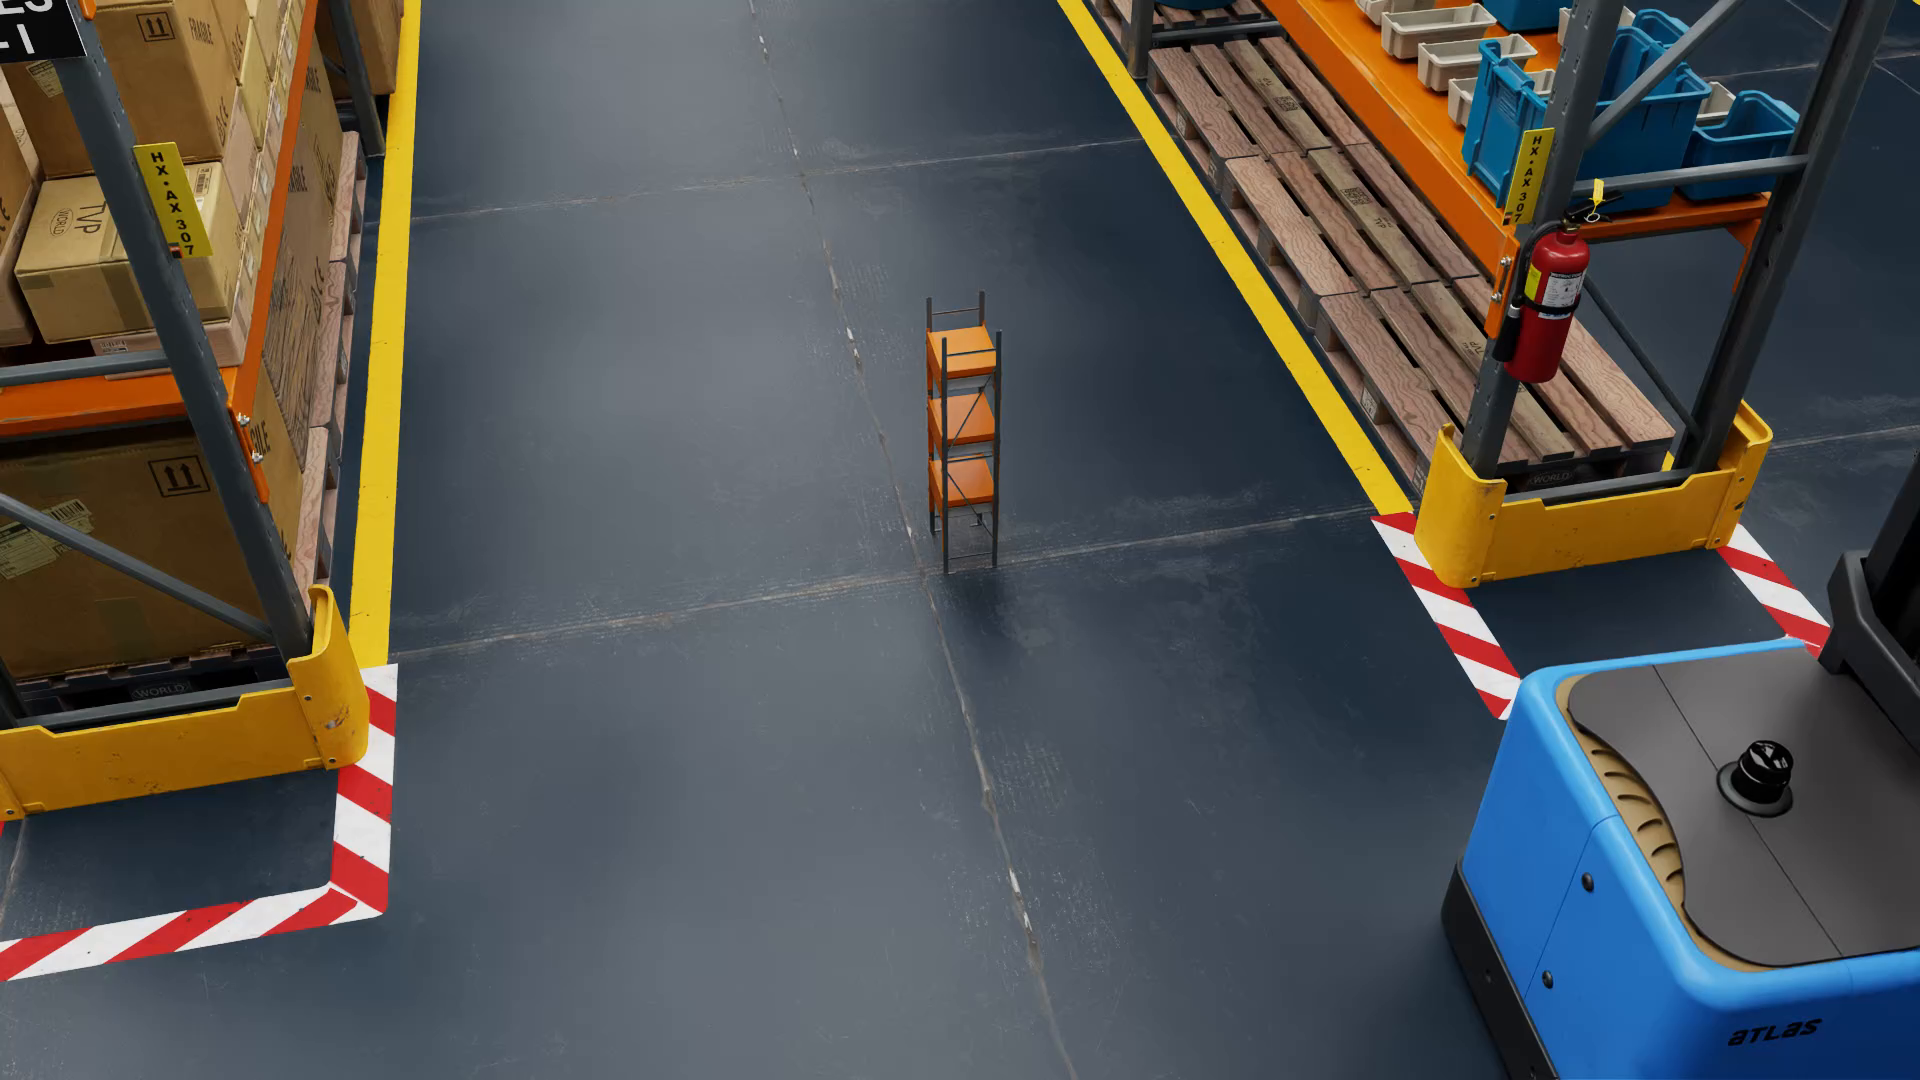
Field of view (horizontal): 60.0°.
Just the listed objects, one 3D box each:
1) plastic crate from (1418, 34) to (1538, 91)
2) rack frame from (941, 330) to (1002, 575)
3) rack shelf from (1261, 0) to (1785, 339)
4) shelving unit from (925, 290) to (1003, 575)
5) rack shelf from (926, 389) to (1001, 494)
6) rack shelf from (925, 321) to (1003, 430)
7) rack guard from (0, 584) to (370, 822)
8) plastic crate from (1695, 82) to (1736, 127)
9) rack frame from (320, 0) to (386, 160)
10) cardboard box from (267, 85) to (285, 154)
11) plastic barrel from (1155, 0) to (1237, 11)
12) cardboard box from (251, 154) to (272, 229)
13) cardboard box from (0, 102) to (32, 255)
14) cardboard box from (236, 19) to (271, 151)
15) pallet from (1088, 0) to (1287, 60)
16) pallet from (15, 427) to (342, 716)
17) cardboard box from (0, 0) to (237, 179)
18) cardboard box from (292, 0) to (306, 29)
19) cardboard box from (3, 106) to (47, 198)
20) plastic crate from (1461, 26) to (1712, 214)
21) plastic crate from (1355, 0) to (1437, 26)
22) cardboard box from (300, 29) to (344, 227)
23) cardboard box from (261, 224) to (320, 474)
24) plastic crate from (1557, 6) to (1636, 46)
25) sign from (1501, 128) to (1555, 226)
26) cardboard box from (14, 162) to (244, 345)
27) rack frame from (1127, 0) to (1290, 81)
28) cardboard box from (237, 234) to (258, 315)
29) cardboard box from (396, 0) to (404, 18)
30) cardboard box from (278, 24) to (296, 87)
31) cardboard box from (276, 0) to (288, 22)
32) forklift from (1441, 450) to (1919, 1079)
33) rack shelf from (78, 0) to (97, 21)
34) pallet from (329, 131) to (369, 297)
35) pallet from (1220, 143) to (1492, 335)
[{"bbox_3d":[1.883,-1.761,6.128,0.396,0.136,0.243,-8,42,-9],"label":"plastic crate"},{"bbox_3d":[0.038,-0.279,5.773,0.200,1.050,0.008,-8,42,-9],"label":"rack frame"},{"bbox_3d":[1.853,-2.172,6.979,1.077,0.370,4.000,-8,42,-9],"label":"rack shelf"},{"bbox_3d":[0.012,-0.358,5.862,0.215,1.050,0.252,-8,42,-9],"label":"shelving unit"},{"bbox_3d":[0.012,-0.350,5.869,0.215,0.259,0.240,-8,42,-9],"label":"rack shelf"},{"bbox_3d":[0.012,-0.562,5.681,0.215,0.259,0.240,-8,42,-9],"label":"rack shelf"},{"bbox_3d":[-2.547,0.516,5.293,1.175,0.500,0.348,-8,42,-9],"label":"rack guard"},{"bbox_3d":[2.564,-1.495,5.829,0.250,0.136,0.298,-8,42,-9],"label":"plastic crate"},{"bbox_3d":[-3.415,-3.028,7.401,1.000,3.000,0.127,-8,42,-9],"label":"rack frame"},{"bbox_3d":[-2.586,-1.451,5.815,0.380,0.149,0.250,-9,42,-10],"label":"cardboard box"},{"bbox_3d":[1.320,-3.465,9.158,0.600,0.901,0.708,-8,42,-9],"label":"plastic barrel"},{"bbox_3d":[-2.476,-1.119,5.441,0.380,0.149,0.250,-9,42,-10],"label":"cardboard box"},{"bbox_3d":[-2.914,-1.049,4.496,0.500,0.500,0.500,-8,42,-9],"label":"cardboard box"},{"bbox_3d":[-2.616,-1.502,5.572,0.500,0.250,0.500,-10,43,-11],"label":"cardboard box"},{"bbox_3d":[1.295,-3.201,9.697,1.003,0.211,1.213,-8,42,-9],"label":"pallet"},{"bbox_3d":[-2.801,0.101,5.977,1.003,0.211,1.213,-8,42,-9],"label":"pallet"},{"bbox_3d":[-2.500,-1.444,4.942,0.500,0.500,0.500,-9,42,-10],"label":"cardboard box"},{"bbox_3d":[-2.807,-2.116,6.563,0.380,0.149,0.250,-8,42,-8],"label":"cardboard box"},{"bbox_3d":[-3.025,-1.095,5.113,0.500,0.250,0.500,-9,42,-10],"label":"cardboard box"},{"bbox_3d":[2.030,-1.371,5.463,0.616,0.435,0.499,-8,42,-9],"label":"plastic crate"},{"bbox_3d":[1.717,-2.127,6.540,0.298,0.136,0.250,-8,42,-9],"label":"plastic crate"},{"bbox_3d":[-3.351,-1.951,7.472,0.875,0.875,0.875,-8,42,-9],"label":"cardboard box"},{"bbox_3d":[-2.965,-0.791,6.165,0.875,0.875,0.875,-8,42,-9],"label":"cardboard box"},{"bbox_3d":[2.418,-1.935,6.324,0.250,0.136,0.298,-8,42,-9],"label":"plastic crate"},{"bbox_3d":[1.751,-1.116,5.125,0.100,0.325,0.005,-8,42,-9],"label":"sign"},{"bbox_3d":[-2.392,-0.840,4.826,0.500,0.250,0.500,-9,42,-10],"label":"cardboard box"},{"bbox_3d":[1.421,-3.737,8.201,1.000,3.000,0.127,-8,42,-9],"label":"rack frame"},{"bbox_3d":[-2.363,-0.784,5.063,0.380,0.149,0.250,-9,42,-10],"label":"cardboard box"},{"bbox_3d":[-3.767,-3.381,9.084,1.225,0.875,0.875,-10,43,-11],"label":"cardboard box"},{"bbox_3d":[-2.698,-1.785,6.191,0.380,0.149,0.250,-8,42,-9],"label":"cardboard box"},{"bbox_3d":[-2.839,-2.168,6.322,0.500,0.250,0.500,-8,42,-8],"label":"cardboard box"},{"bbox_3d":[2.977,0.203,3.813,3.031,2.935,1.130,-6,42,-7],"label":"forklift"},{"bbox_3d":[-2.984,-2.584,5.184,1.077,0.370,4.000,-8,42,-9],"label":"rack shelf"},{"bbox_3d":[-3.328,-1.481,7.759,1.003,0.211,1.213,-8,42,-9],"label":"pallet"},{"bbox_3d":[1.884,-1.431,7.703,1.003,0.211,1.213,-8,42,-9],"label":"pallet"}]
